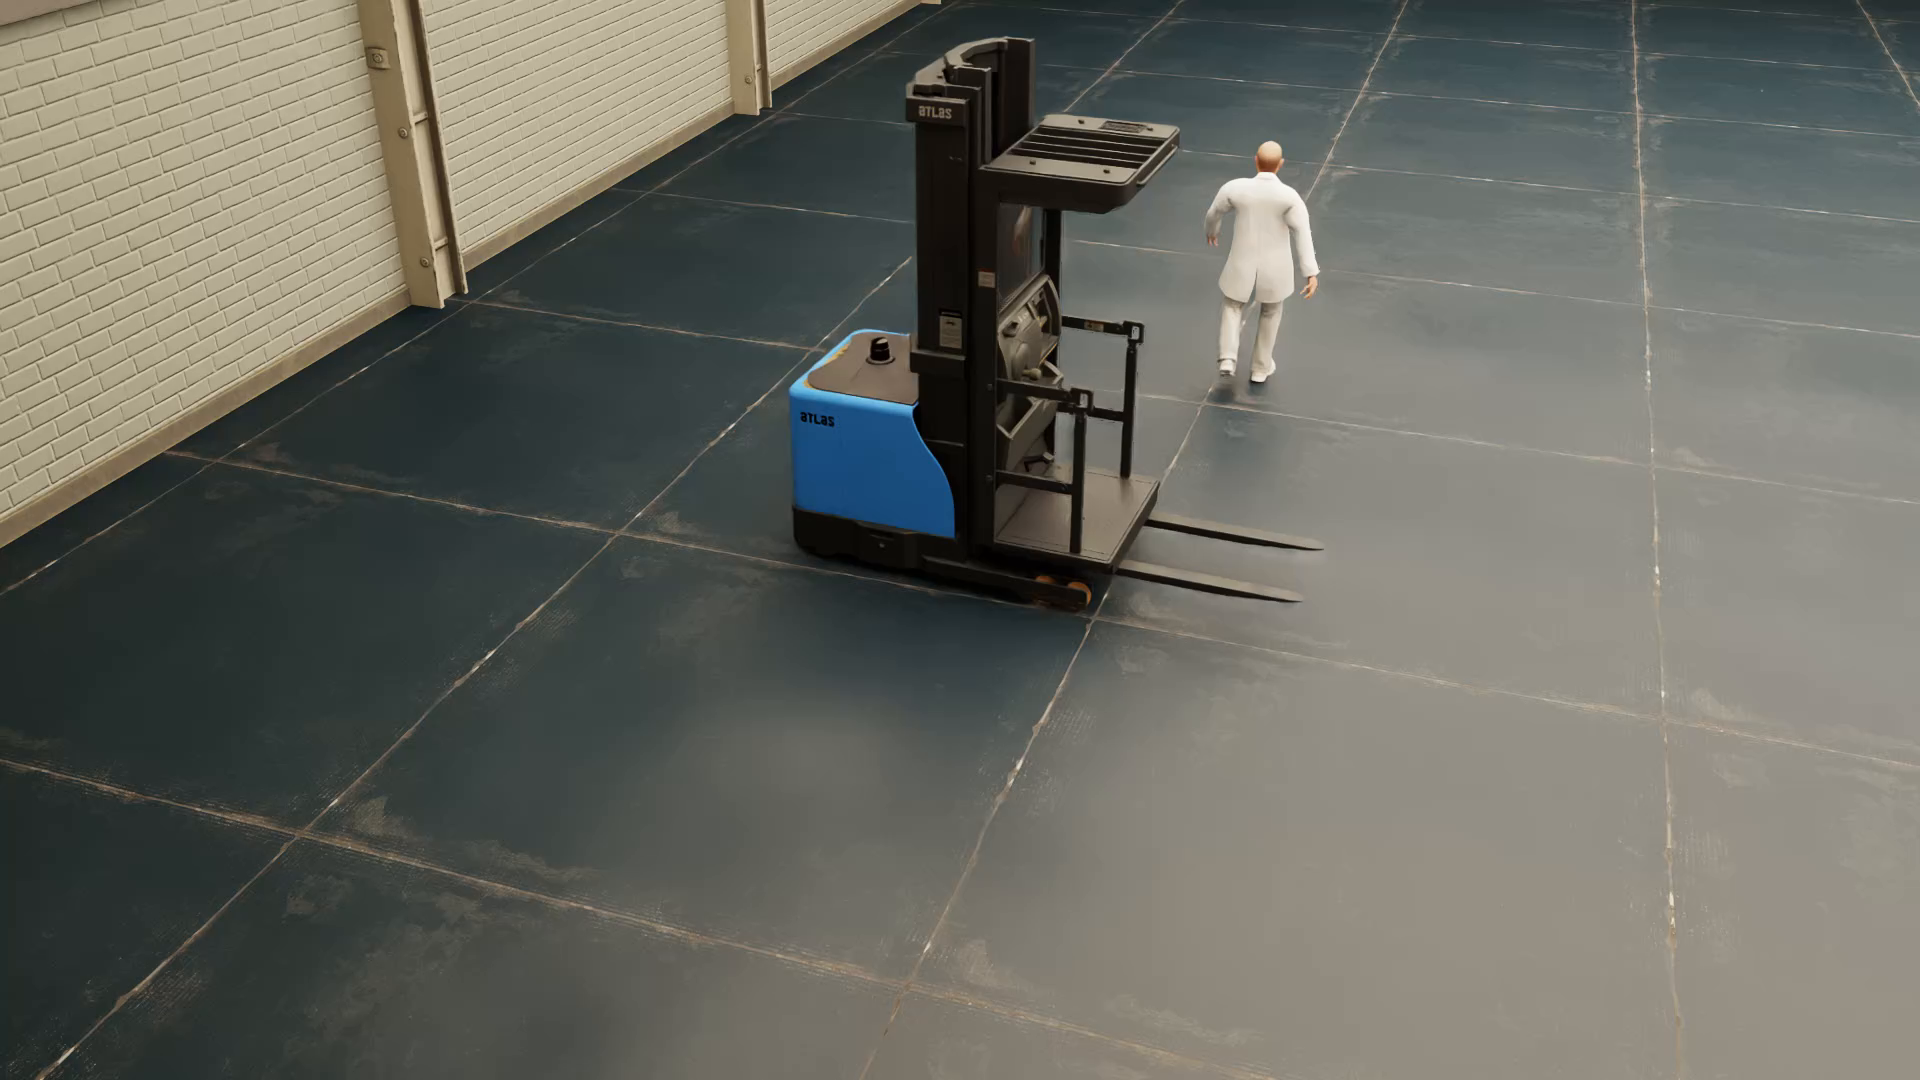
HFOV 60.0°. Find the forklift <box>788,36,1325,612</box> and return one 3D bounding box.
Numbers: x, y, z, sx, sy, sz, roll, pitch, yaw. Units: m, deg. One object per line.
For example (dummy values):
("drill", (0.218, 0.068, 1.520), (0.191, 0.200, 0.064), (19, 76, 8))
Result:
("forklift", (0.573, -1.167, 9.184), (3.031, 2.935, 1.130), (11, 31, 18))

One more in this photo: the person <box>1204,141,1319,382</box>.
("person", (2.098, -1.929, 11.709), (0.880, 1.762, 0.697), (9, 31, 16))
